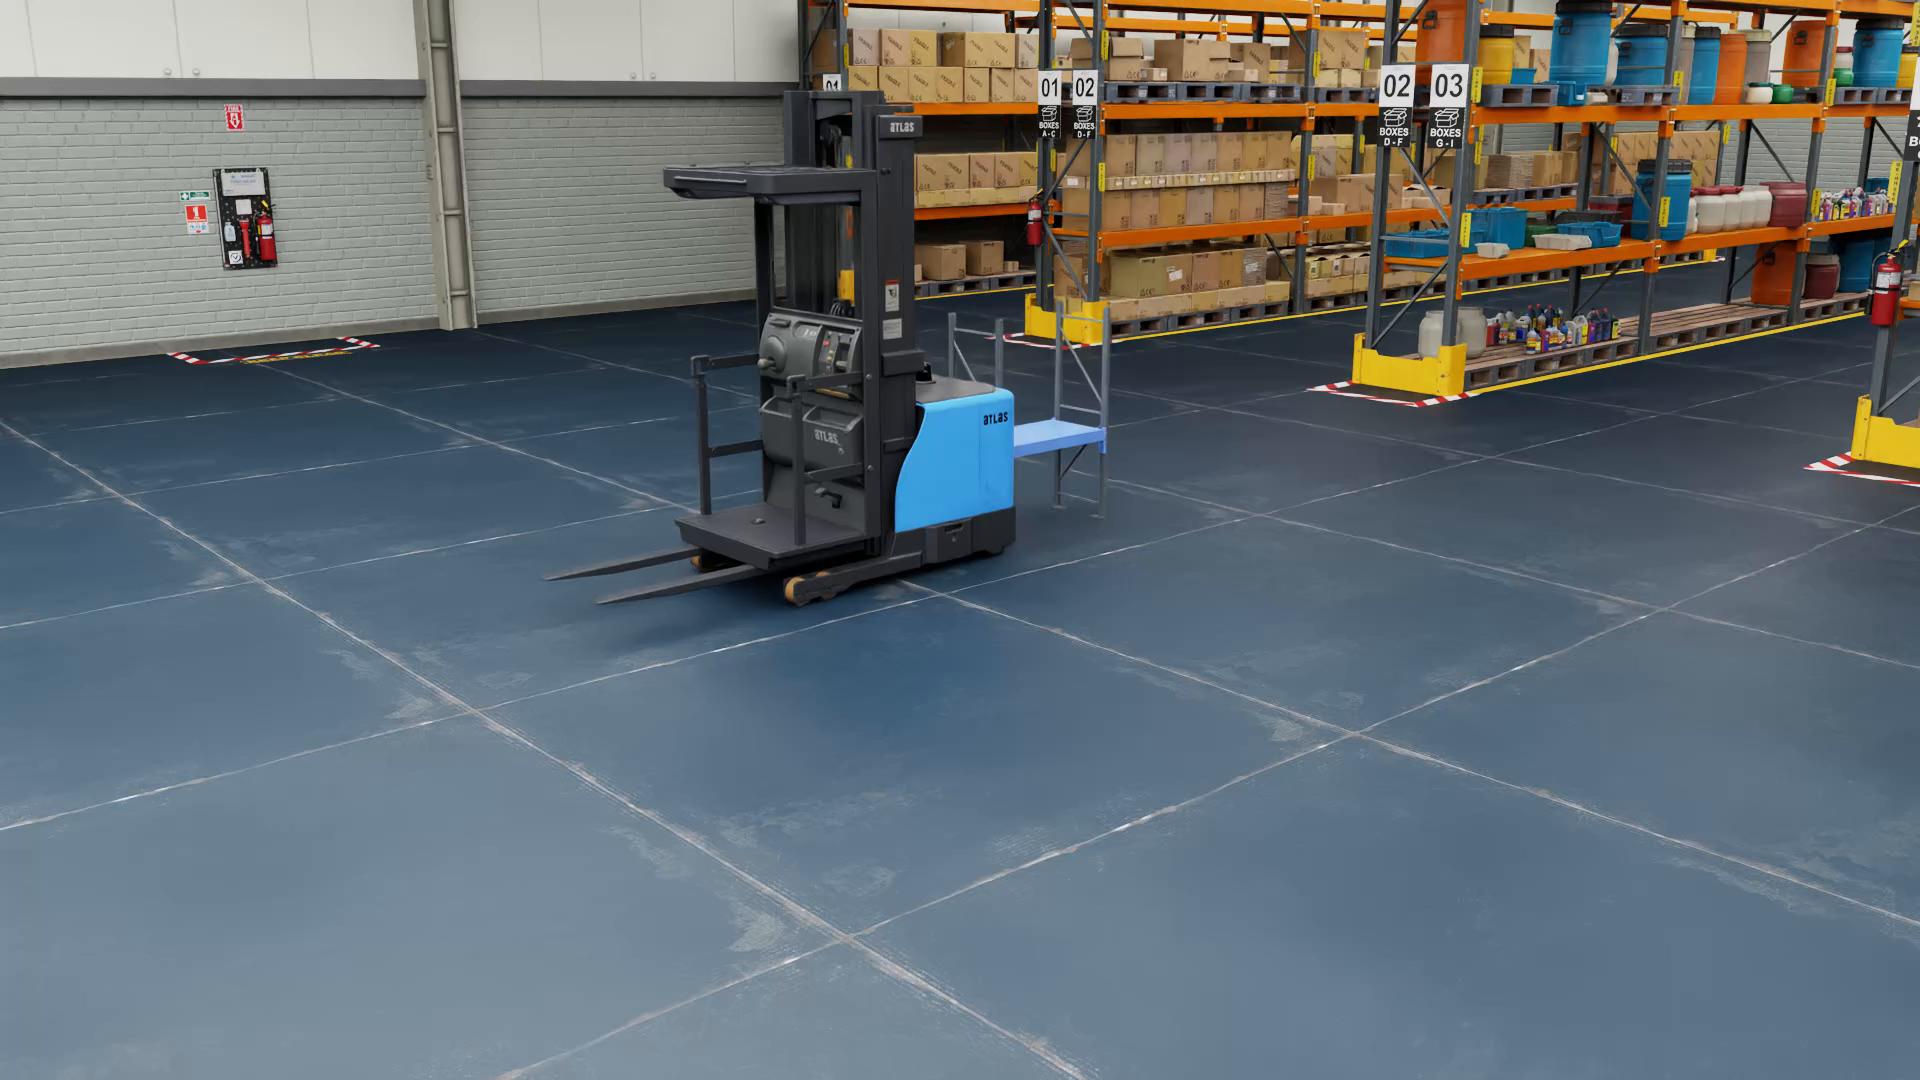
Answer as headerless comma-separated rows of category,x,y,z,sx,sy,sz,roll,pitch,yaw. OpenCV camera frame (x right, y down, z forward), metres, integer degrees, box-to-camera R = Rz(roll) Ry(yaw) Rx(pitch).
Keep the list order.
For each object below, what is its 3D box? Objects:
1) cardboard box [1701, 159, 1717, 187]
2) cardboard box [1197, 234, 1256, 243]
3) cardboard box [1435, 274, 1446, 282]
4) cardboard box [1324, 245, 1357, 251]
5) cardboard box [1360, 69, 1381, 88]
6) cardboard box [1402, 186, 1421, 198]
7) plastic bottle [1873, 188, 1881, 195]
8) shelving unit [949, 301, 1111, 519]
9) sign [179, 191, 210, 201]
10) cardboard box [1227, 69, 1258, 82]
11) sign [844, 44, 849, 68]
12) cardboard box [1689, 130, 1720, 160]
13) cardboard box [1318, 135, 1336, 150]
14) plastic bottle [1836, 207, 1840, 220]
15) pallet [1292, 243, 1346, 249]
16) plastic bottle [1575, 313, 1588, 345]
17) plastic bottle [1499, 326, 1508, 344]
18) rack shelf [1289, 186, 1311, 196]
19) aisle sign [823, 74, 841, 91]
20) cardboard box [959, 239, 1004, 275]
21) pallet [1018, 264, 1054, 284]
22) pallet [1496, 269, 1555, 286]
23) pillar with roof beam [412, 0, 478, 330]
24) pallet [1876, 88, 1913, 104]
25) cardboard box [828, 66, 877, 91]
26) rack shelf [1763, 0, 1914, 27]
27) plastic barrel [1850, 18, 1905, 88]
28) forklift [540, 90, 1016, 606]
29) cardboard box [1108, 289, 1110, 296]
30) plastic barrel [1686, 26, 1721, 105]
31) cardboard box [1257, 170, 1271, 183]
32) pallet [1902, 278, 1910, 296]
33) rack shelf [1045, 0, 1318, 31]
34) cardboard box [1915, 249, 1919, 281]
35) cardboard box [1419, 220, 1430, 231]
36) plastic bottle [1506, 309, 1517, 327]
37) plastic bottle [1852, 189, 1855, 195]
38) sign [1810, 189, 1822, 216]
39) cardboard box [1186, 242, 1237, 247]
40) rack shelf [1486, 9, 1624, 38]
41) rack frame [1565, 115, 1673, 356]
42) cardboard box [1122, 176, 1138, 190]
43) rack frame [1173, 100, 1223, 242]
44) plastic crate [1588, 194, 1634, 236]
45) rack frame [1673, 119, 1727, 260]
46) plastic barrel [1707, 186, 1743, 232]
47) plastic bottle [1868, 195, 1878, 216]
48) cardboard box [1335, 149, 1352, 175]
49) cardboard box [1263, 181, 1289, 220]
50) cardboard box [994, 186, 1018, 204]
cardboard box,13.235,-6.593,29.927,0.500,0.500,0.500,-12,19,-38
cardboard box,4.745,-5.546,29.550,0.750,0.750,0.750,-13,20,-40
cardboard box,7.122,-4.056,25.138,0.500,0.250,0.500,-12,19,-38
cardboard box,5.607,-4.169,24.471,0.500,0.311,0.500,-13,20,-40
cardboard box,5.824,-6.532,23.558,0.500,0.250,0.500,14,20,42
cardboard box,6.557,-5.162,24.934,0.500,0.311,0.500,-13,20,-40
plastic bottle,12.913,-4.785,23.445,0.185,0.351,0.144,-13,19,-39
shelving unit,0.481,-0.837,11.476,1.048,1.500,0.538,-13,20,-40
sign,-8.862,-3.985,19.260,0.331,0.109,0.001,-13,19,-39
cardboard box,3.611,-5.982,21.420,0.250,0.149,0.380,-13,19,-39
sign,-1.574,-6.693,22.988,0.005,0.325,0.100,-13,19,-39
cardboard box,13.239,-7.076,29.797,0.500,0.500,0.500,-13,20,-40
cardboard box,6.545,-7.310,30.543,0.500,0.250,0.500,-12,19,-38
plastic bottle,11.701,-4.383,22.232,0.097,0.201,0.097,0,15,0
pallet,6.589,-5.467,31.309,1.213,0.211,1.003,-13,19,-39
plastic bottle,6.905,-2.356,18.539,0.185,0.351,0.144,-13,20,-40
plastic bottle,6.079,-2.295,18.600,0.097,0.201,0.097,0,15,0
rack shelf,5.613,-6.273,30.318,4.000,0.370,1.077,-13,19,-39
aisle sign,-1.788,-6.112,23.283,0.004,0.787,0.394,-13,19,-39
cardboard box,0.330,-4.426,25.998,0.500,0.500,0.500,14,21,43
pallet,1.673,-4.390,27.274,1.213,0.211,1.003,-13,19,-39
pallet,8.867,-4.296,26.924,1.213,0.211,1.003,-13,19,-39
pillar with roof beam,-3.671,-6.258,17.240,0.400,9.000,9.100,-13,19,-39
pallet,12.244,-6.045,22.620,1.213,0.211,1.003,-13,19,-39
cardboard box,-1.514,-6.442,23.510,0.500,0.500,0.500,-12,19,-38
rack shelf,12.116,-7.050,22.375,4.000,0.370,1.077,-13,19,-39
plastic barrel,12.438,-6.606,22.573,0.708,0.901,0.600,-13,19,-39
forklift,-1.069,-1.181,9.990,3.031,2.935,1.130,-13,20,-40
cardboard box,1.904,-3.073,21.457,0.500,0.250,0.500,-13,19,-39
plastic barrel,8.818,-5.717,20.058,0.708,0.901,0.600,-13,19,-39
cardboard box,3.893,-4.828,22.063,0.250,0.149,0.380,-13,20,-41
pallet,14.154,-3.816,25.127,1.213,0.211,1.003,-13,19,-39
rack shelf,2.833,-6.660,20.913,4.000,0.370,1.077,-13,19,-39
cardboard box,8.257,-2.314,13.330,0.500,0.500,0.875,-13,19,-39
cardboard box,8.921,-6.324,33.145,0.500,0.500,0.700,-13,20,-41
plastic bottle,6.246,-2.449,18.885,0.185,0.351,0.144,-13,20,-40
plastic bottle,13.069,-4.996,24.366,0.133,0.283,0.061,-13,19,-39
sign,10.974,-4.326,21.318,0.005,0.325,0.100,-13,19,-39
cardboard box,3.414,-3.774,22.627,0.500,0.500,0.500,-13,19,-39
rack shelf,8.868,-8.015,25.987,4.000,0.370,1.077,-13,19,-39
rack frame,7.590,-3.676,19.199,0.127,3.000,1.000,-13,19,-39
cardboard box,1.959,-4.395,20.440,0.250,0.149,0.380,-13,20,-41
rack frame,4.104,-6.282,28.956,0.127,3.000,1.000,-13,19,-39
plastic crate,7.755,-3.848,19.721,0.583,0.464,0.402,-13,19,-39
rack frame,13.394,-6.674,30.422,0.127,3.000,1.000,-13,19,-39
plastic barrel,9.336,-4.059,20.368,0.433,0.535,0.433,0,15,0
plastic bottle,12.608,-4.632,23.019,0.135,0.276,0.152,-13,19,-39
cardboard box,6.939,-7.034,30.963,0.500,0.500,0.500,-13,20,-40
cardboard box,4.011,-4.613,22.513,0.500,0.500,0.700,-13,20,-41
cardboard box,0.547,-5.320,25.605,0.500,0.250,0.500,-13,19,-39
